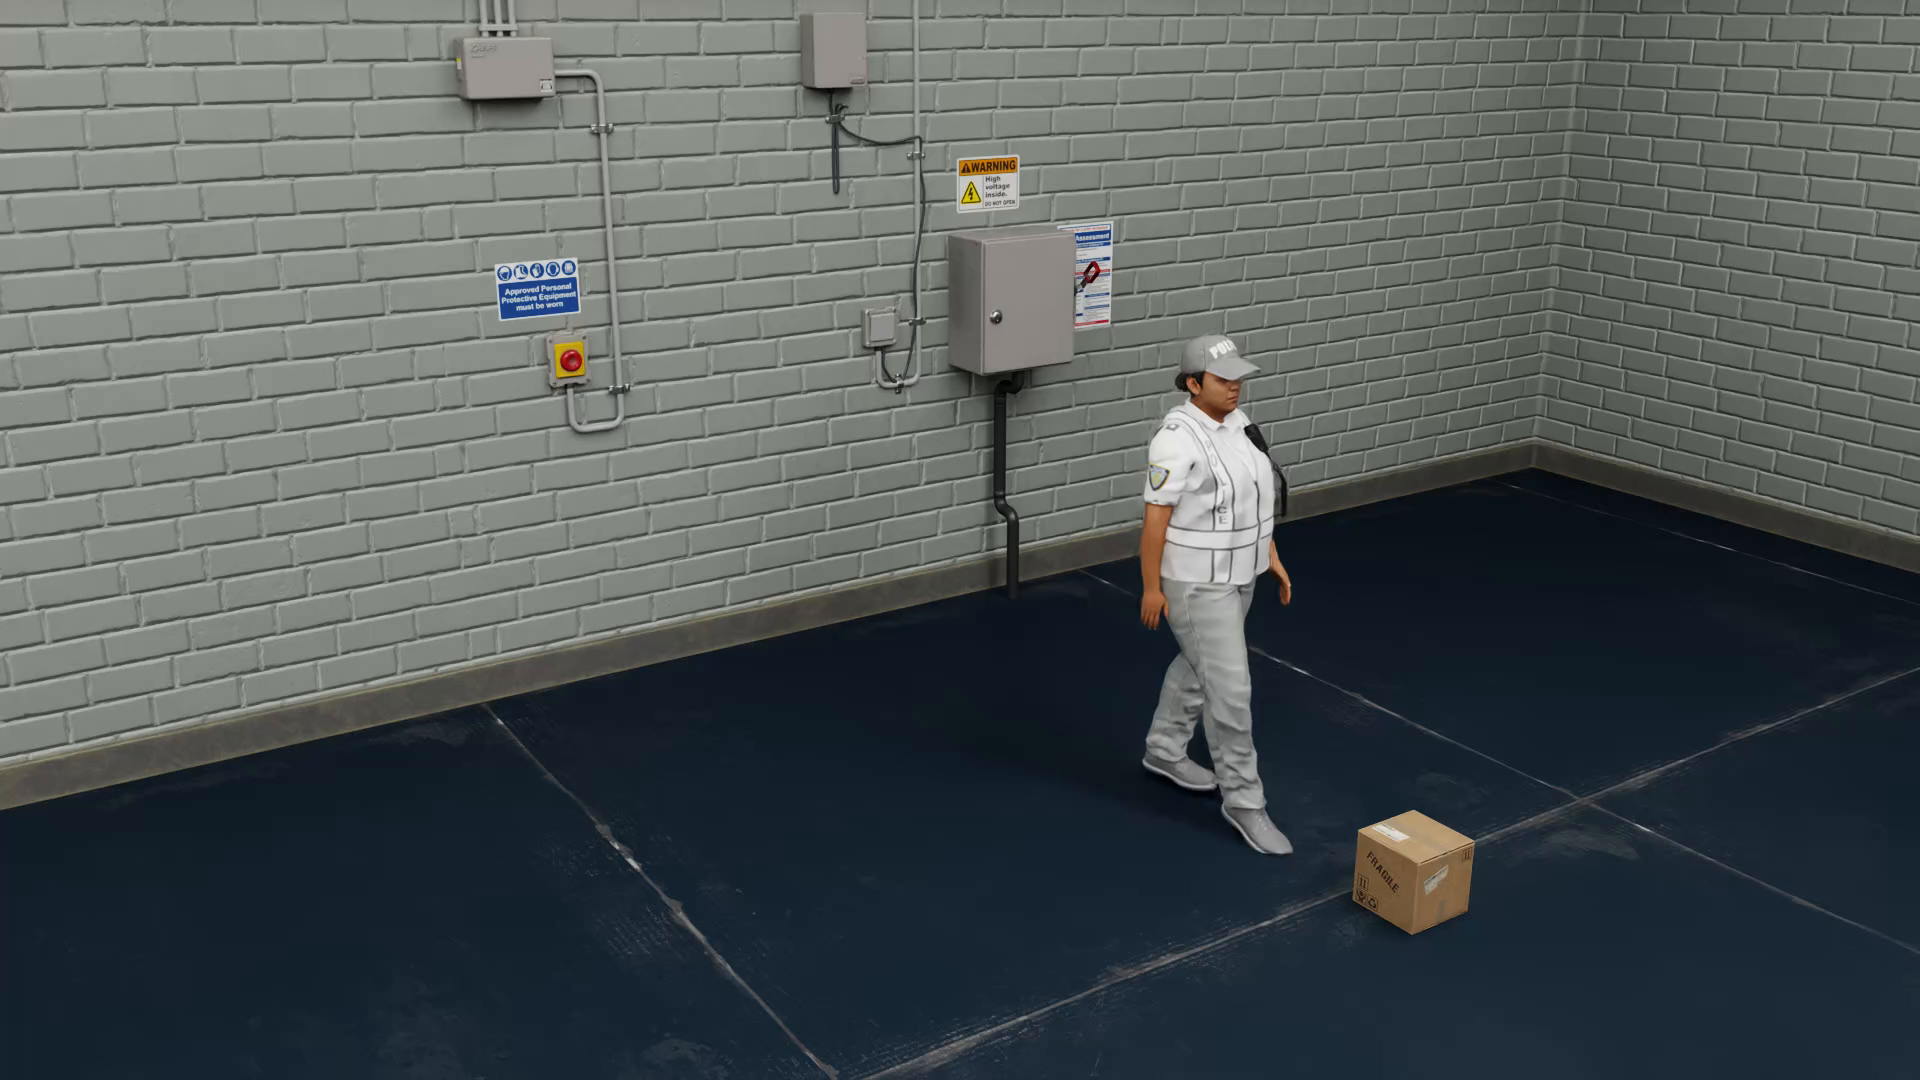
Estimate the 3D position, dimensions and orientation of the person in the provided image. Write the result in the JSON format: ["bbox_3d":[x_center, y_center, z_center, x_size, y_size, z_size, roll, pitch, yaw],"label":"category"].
[{"bbox_3d":[0.921,0.163,5.587,0.691,1.700,0.498,14,23,36],"label":"person"}]
